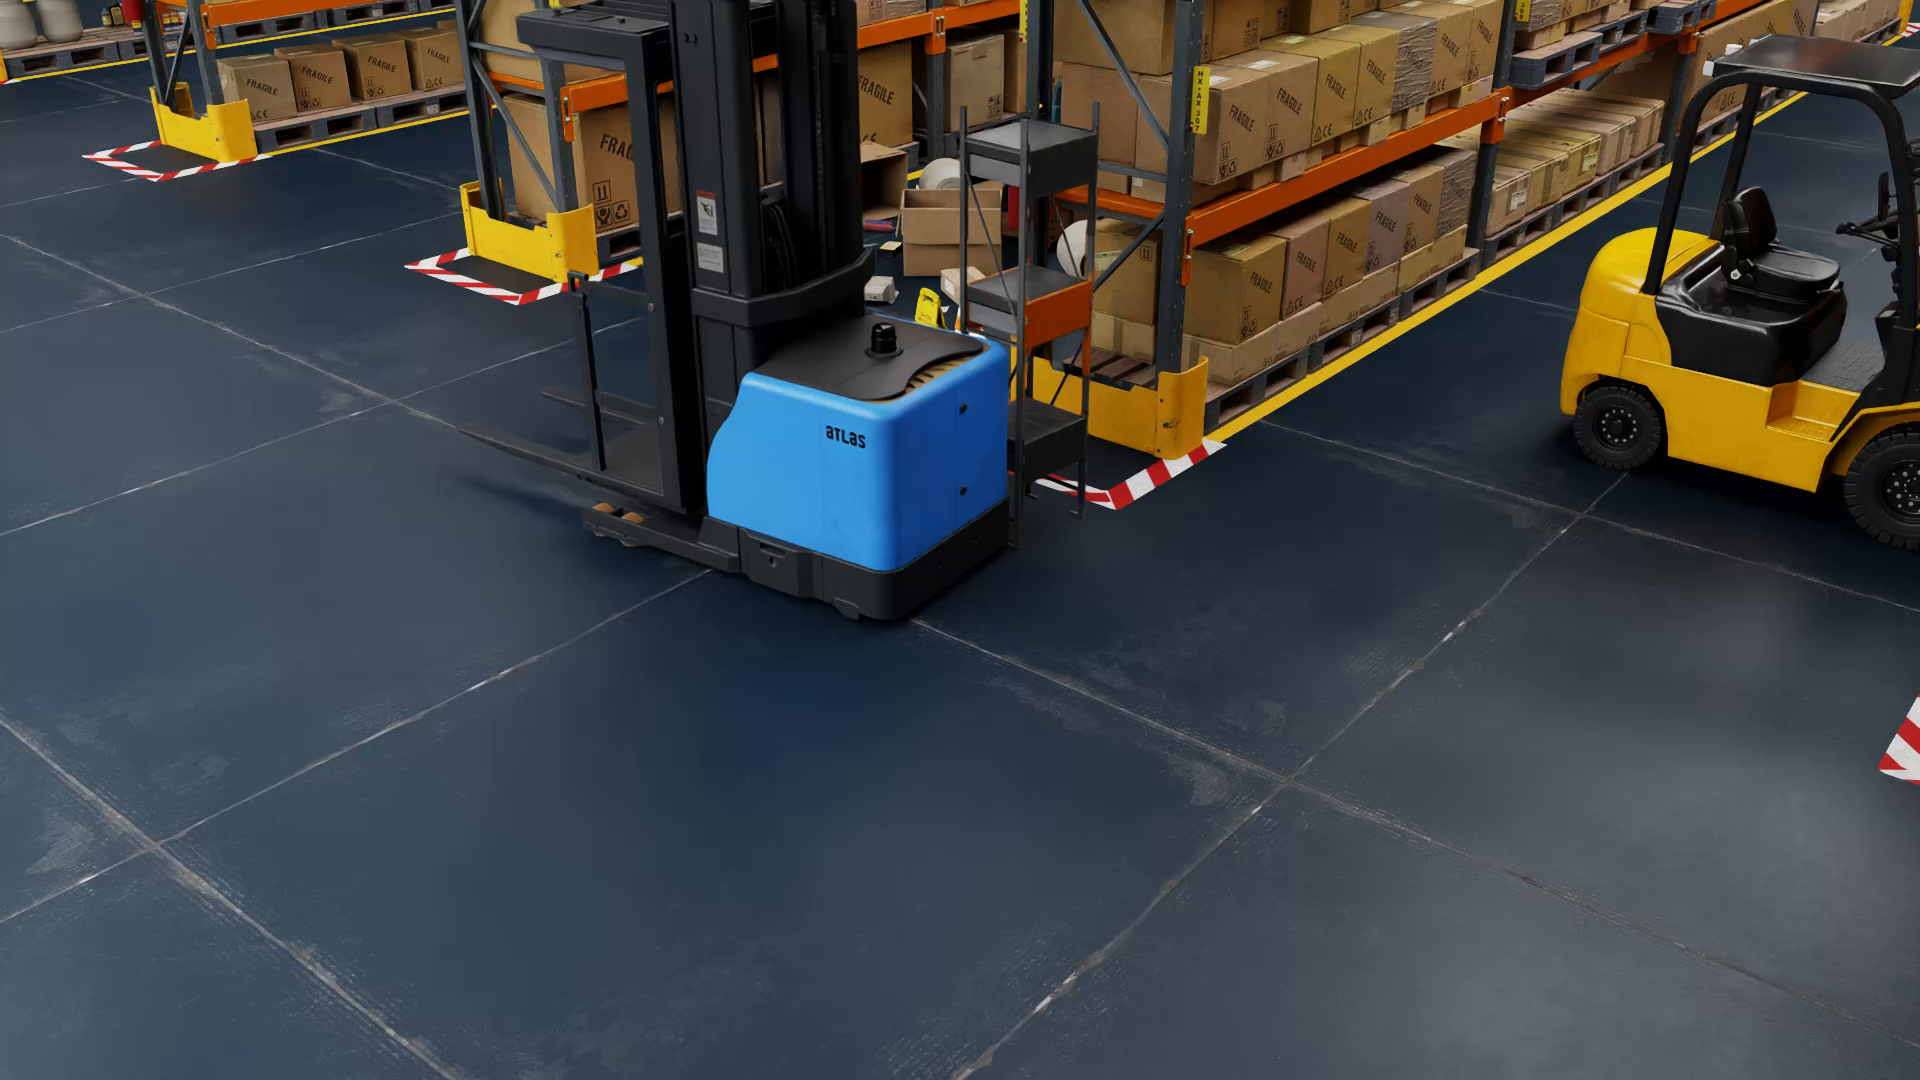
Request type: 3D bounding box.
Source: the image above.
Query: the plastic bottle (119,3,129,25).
[{"bbox_3d":[-9.685,-6.152,19.364,0.152,0.276,0.135,21,34,35],"label":"plastic bottle"}]

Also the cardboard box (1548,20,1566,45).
[{"bbox_3d":[4.078,-3.645,11.848,0.380,0.149,0.250,22,34,35],"label":"cardboard box"}]

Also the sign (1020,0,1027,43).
[{"bbox_3d":[0.357,-2.786,8.767,0.100,0.325,0.005,21,34,34],"label":"sign"}]

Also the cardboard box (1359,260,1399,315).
[{"bbox_3d":[2.490,-1.687,10.782,0.500,0.250,0.500,21,34,35],"label":"cardboard box"}]

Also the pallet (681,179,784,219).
[{"bbox_3d":[-1.887,-2.872,13.571,1.003,0.211,1.213,21,34,34],"label":"pallet"}]

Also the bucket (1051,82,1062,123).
[{"bbox_3d":[1.126,-3.291,13.255,0.620,0.611,0.726,-5,26,-32],"label":"bucket"}]

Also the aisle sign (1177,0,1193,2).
[{"bbox_3d":[0.973,-3.004,7.964,0.394,0.787,0.004,21,34,34],"label":"aisle sign"}]

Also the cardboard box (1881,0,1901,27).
[{"bbox_3d":[10.607,-6.420,19.728,0.875,0.438,0.875,19,33,33],"label":"cardboard box"}]

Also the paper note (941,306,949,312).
[{"bbox_3d":[-0.162,-1.561,11.233,0.148,0.019,0.142,9,29,17],"label":"paper note"}]

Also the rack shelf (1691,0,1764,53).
[{"bbox_3d":[7.134,-5.188,15.798,1.077,0.370,4.000,21,34,34],"label":"rack shelf"}]

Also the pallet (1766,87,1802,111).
[{"bbox_3d":[7.973,-4.683,17.072,1.003,0.211,1.213,21,34,34],"label":"pallet"}]

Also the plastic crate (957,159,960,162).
[{"bbox_3d":[0.334,-3.124,14.021,0.662,0.188,0.450,-10,19,-18],"label":"plastic crate"}]

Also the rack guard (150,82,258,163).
[{"bbox_3d":[-6.826,-3.775,15.004,1.175,0.500,0.348,21,34,34],"label":"rack guard"}]

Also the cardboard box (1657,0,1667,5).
[{"bbox_3d":[5.428,-4.383,13.275,0.380,0.149,0.250,19,33,32],"label":"cardboard box"}]

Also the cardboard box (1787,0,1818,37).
[{"bbox_3d":[8.073,-5.217,16.925,0.875,0.875,0.875,22,35,36],"label":"cardboard box"}]

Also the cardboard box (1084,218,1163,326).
[{"bbox_3d":[1.081,-1.621,9.838,0.500,0.500,0.500,21,34,35],"label":"cardboard box"}]

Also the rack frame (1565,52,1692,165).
[{"bbox_3d":[5.861,-4.799,14.262,1.000,3.000,0.127,21,34,34],"label":"rack frame"}]

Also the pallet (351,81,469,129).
[{"bbox_3d":[-5.505,-4.355,16.439,1.003,0.211,1.213,21,34,34],"label":"pallet"}]

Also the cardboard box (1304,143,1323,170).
[{"bbox_3d":[1.865,-2.253,9.614,0.380,0.149,0.250,22,34,36],"label":"cardboard box"}]

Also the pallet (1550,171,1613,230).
[{"bbox_3d":[4.587,-2.853,13.535,1.003,0.211,1.213,21,34,34],"label":"pallet"}]

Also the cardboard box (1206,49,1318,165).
[{"bbox_3d":[1.615,-2.410,9.212,0.500,0.500,0.500,22,35,36],"label":"cardboard box"}]

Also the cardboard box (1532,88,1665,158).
[{"bbox_3d":[5.494,-3.621,14.387,0.950,0.372,0.625,18,32,31],"label":"cardboard box"}]

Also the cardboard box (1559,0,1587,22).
[{"bbox_3d":[4.155,-4.004,11.835,0.500,0.500,0.500,21,34,35],"label":"cardboard box"}]

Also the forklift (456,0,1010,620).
[{"bbox_3d":[-1.268,-1.450,7.863,3.031,2.935,1.130,17,32,30],"label":"forklift"}]

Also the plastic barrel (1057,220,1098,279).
[{"bbox_3d":[0.918,-1.993,11.642,0.421,0.421,0.512,-5,28,-9],"label":"plastic barrel"}]

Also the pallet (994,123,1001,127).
[{"bbox_3d":[0.642,-4.283,16.299,1.003,0.211,1.213,21,34,34],"label":"pallet"}]

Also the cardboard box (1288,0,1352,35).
[{"bbox_3d":[1.926,-3.352,9.945,0.700,0.500,0.500,21,34,34],"label":"cardboard box"}]

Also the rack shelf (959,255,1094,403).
[{"bbox_3d":[0.316,-1.017,7.960,0.431,0.518,0.480,24,36,38],"label":"rack shelf"}]

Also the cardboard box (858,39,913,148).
[{"bbox_3d":[-1.021,-3.832,14.248,0.875,0.875,0.875,21,34,35],"label":"cardboard box"}]

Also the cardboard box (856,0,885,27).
[{"bbox_3d":[-1.125,-4.522,13.564,0.875,0.550,0.550,21,34,34],"label":"cardboard box"}]

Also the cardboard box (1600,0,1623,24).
[{"bbox_3d":[4.763,-4.013,12.559,0.380,0.149,0.250,22,35,36],"label":"cardboard box"}]

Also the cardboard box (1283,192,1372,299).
[{"bbox_3d":[2.169,-1.837,10.255,0.500,0.500,0.500,22,34,35],"label":"cardboard box"}]

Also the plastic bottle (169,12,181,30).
[{"bbox_3d":[-9.021,-5.999,19.071,0.097,0.271,0.097,0,27,0],"label":"plastic bottle"}]

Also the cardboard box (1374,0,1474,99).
[{"bbox_3d":[2.904,-3.142,10.627,0.500,0.500,0.500,22,35,36],"label":"cardboard box"}]

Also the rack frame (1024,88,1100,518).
[{"bbox_3d":[0.485,-1.110,8.110,0.400,2.100,0.015,24,36,38],"label":"rack frame"}]

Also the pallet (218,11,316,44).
[{"bbox_3d":[-8.611,-6.260,20.121,1.003,0.211,1.213,21,34,34],"label":"pallet"}]

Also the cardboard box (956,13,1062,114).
[{"bbox_3d":[0.375,-4.566,15.803,1.050,0.750,0.750,21,34,34],"label":"cardboard box"}]

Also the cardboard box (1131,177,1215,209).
[{"bbox_3d":[1.149,-1.911,8.952,0.380,0.149,0.250,21,34,35],"label":"cardboard box"}]

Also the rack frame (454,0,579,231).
[{"bbox_3d":[-3.111,-3.373,11.506,1.000,3.000,0.127,21,34,34],"label":"rack frame"}]

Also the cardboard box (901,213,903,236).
[{"bbox_3d":[-0.239,-2.429,12.657,0.258,0.266,0.396,-21,34,-35],"label":"cardboard box"}]

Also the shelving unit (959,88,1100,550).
[{"bbox_3d":[0.316,-1.029,7.954,0.431,2.100,0.503,24,36,38],"label":"shelving unit"}]

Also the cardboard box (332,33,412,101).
[{"bbox_3d":[-5.697,-4.590,16.121,0.500,0.500,0.500,25,36,39],"label":"cardboard box"}]

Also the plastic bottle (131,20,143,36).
[{"bbox_3d":[-9.302,-5.842,18.768,0.097,0.271,0.097,0,27,0],"label":"plastic bottle"}]

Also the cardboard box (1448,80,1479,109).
[{"bbox_3d":[3.195,-2.975,11.011,0.380,0.149,0.250,22,34,35],"label":"cardboard box"}]

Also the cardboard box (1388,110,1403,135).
[{"bbox_3d":[2.518,-2.623,10.329,0.380,0.149,0.250,20,33,34],"label":"cardboard box"}]

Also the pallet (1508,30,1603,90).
[{"bbox_3d":[3.915,-3.524,12.006,1.003,0.211,1.213,21,34,34],"label":"pallet"}]

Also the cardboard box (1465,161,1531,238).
[{"bbox_3d":[3.649,-2.587,12.388,0.950,0.372,0.625,21,34,35],"label":"cardboard box"}]
